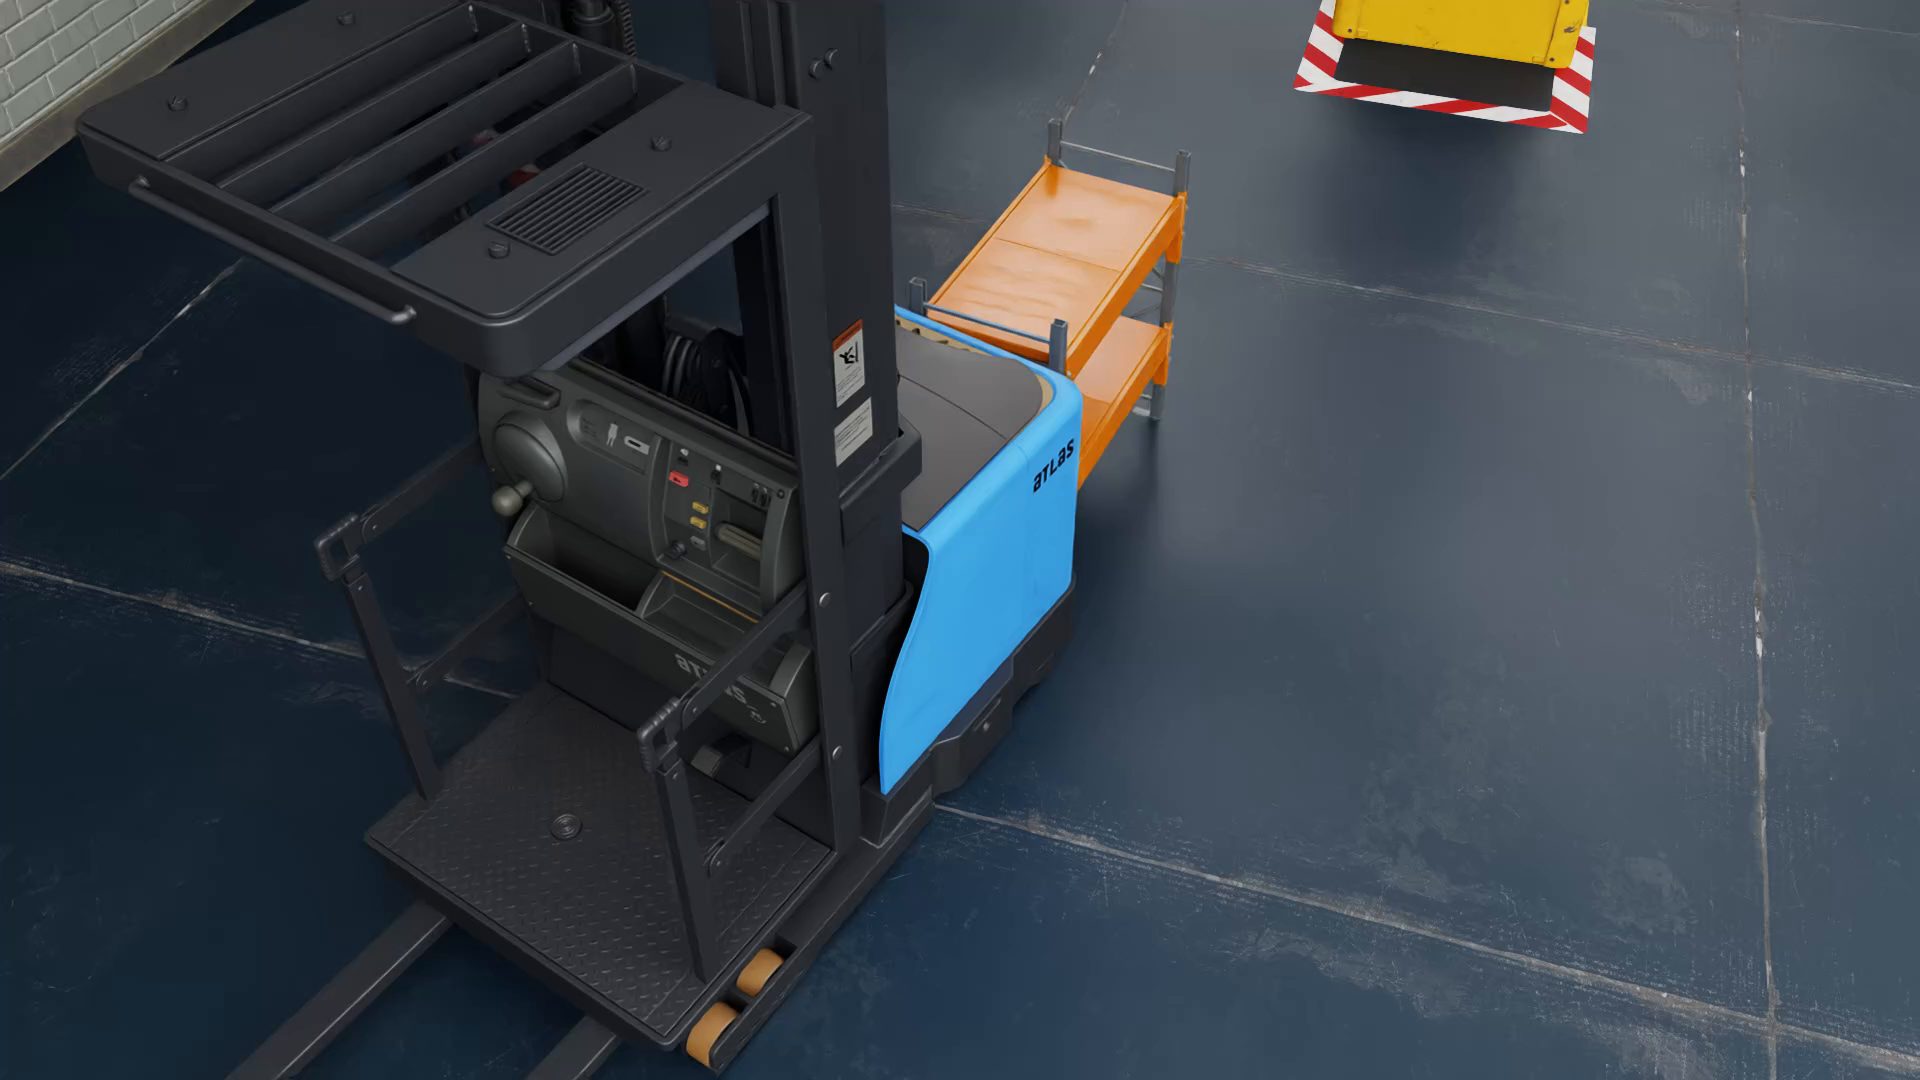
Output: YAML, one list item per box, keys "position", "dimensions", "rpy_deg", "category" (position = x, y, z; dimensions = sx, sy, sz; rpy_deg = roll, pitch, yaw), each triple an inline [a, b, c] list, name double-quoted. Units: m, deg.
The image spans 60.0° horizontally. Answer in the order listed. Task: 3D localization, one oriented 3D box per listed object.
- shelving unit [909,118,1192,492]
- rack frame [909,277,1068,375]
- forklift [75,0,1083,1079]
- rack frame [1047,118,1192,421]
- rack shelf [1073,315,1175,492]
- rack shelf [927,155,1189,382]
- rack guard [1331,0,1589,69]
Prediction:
- position: [0.304, -0.613, 5.572]
  dimensions: [0.538, 1.125, 1.048]
  rpy_deg: [19, 47, 18]
  category: "shelving unit"
- position: [0.081, -0.294, 5.246]
  dimensions: [0.500, 1.125, 0.032]
  rpy_deg: [19, 47, 18]
  category: "rack frame"
- position: [-0.884, -0.061, 3.717]
  dimensions: [1.130, 2.935, 3.031]
  rpy_deg: [26, 50, 24]
  category: "forklift"
- position: [0.528, -0.932, 5.898]
  dimensions: [0.500, 1.125, 0.032]
  rpy_deg: [19, 47, 18]
  category: "rack frame"
- position: [0.304, -0.438, 5.743]
  dimensions: [0.538, 0.278, 1.000]
  rpy_deg: [19, 47, 18]
  category: "rack shelf"
- position: [0.304, -0.822, 5.367]
  dimensions: [0.538, 0.278, 1.000]
  rpy_deg: [19, 47, 18]
  category: "rack shelf"
- position: [2.461, -2.700, 8.152]
  dimensions: [1.175, 0.500, 0.348]
  rpy_deg: [13, 46, 13]
  category: "rack guard"
